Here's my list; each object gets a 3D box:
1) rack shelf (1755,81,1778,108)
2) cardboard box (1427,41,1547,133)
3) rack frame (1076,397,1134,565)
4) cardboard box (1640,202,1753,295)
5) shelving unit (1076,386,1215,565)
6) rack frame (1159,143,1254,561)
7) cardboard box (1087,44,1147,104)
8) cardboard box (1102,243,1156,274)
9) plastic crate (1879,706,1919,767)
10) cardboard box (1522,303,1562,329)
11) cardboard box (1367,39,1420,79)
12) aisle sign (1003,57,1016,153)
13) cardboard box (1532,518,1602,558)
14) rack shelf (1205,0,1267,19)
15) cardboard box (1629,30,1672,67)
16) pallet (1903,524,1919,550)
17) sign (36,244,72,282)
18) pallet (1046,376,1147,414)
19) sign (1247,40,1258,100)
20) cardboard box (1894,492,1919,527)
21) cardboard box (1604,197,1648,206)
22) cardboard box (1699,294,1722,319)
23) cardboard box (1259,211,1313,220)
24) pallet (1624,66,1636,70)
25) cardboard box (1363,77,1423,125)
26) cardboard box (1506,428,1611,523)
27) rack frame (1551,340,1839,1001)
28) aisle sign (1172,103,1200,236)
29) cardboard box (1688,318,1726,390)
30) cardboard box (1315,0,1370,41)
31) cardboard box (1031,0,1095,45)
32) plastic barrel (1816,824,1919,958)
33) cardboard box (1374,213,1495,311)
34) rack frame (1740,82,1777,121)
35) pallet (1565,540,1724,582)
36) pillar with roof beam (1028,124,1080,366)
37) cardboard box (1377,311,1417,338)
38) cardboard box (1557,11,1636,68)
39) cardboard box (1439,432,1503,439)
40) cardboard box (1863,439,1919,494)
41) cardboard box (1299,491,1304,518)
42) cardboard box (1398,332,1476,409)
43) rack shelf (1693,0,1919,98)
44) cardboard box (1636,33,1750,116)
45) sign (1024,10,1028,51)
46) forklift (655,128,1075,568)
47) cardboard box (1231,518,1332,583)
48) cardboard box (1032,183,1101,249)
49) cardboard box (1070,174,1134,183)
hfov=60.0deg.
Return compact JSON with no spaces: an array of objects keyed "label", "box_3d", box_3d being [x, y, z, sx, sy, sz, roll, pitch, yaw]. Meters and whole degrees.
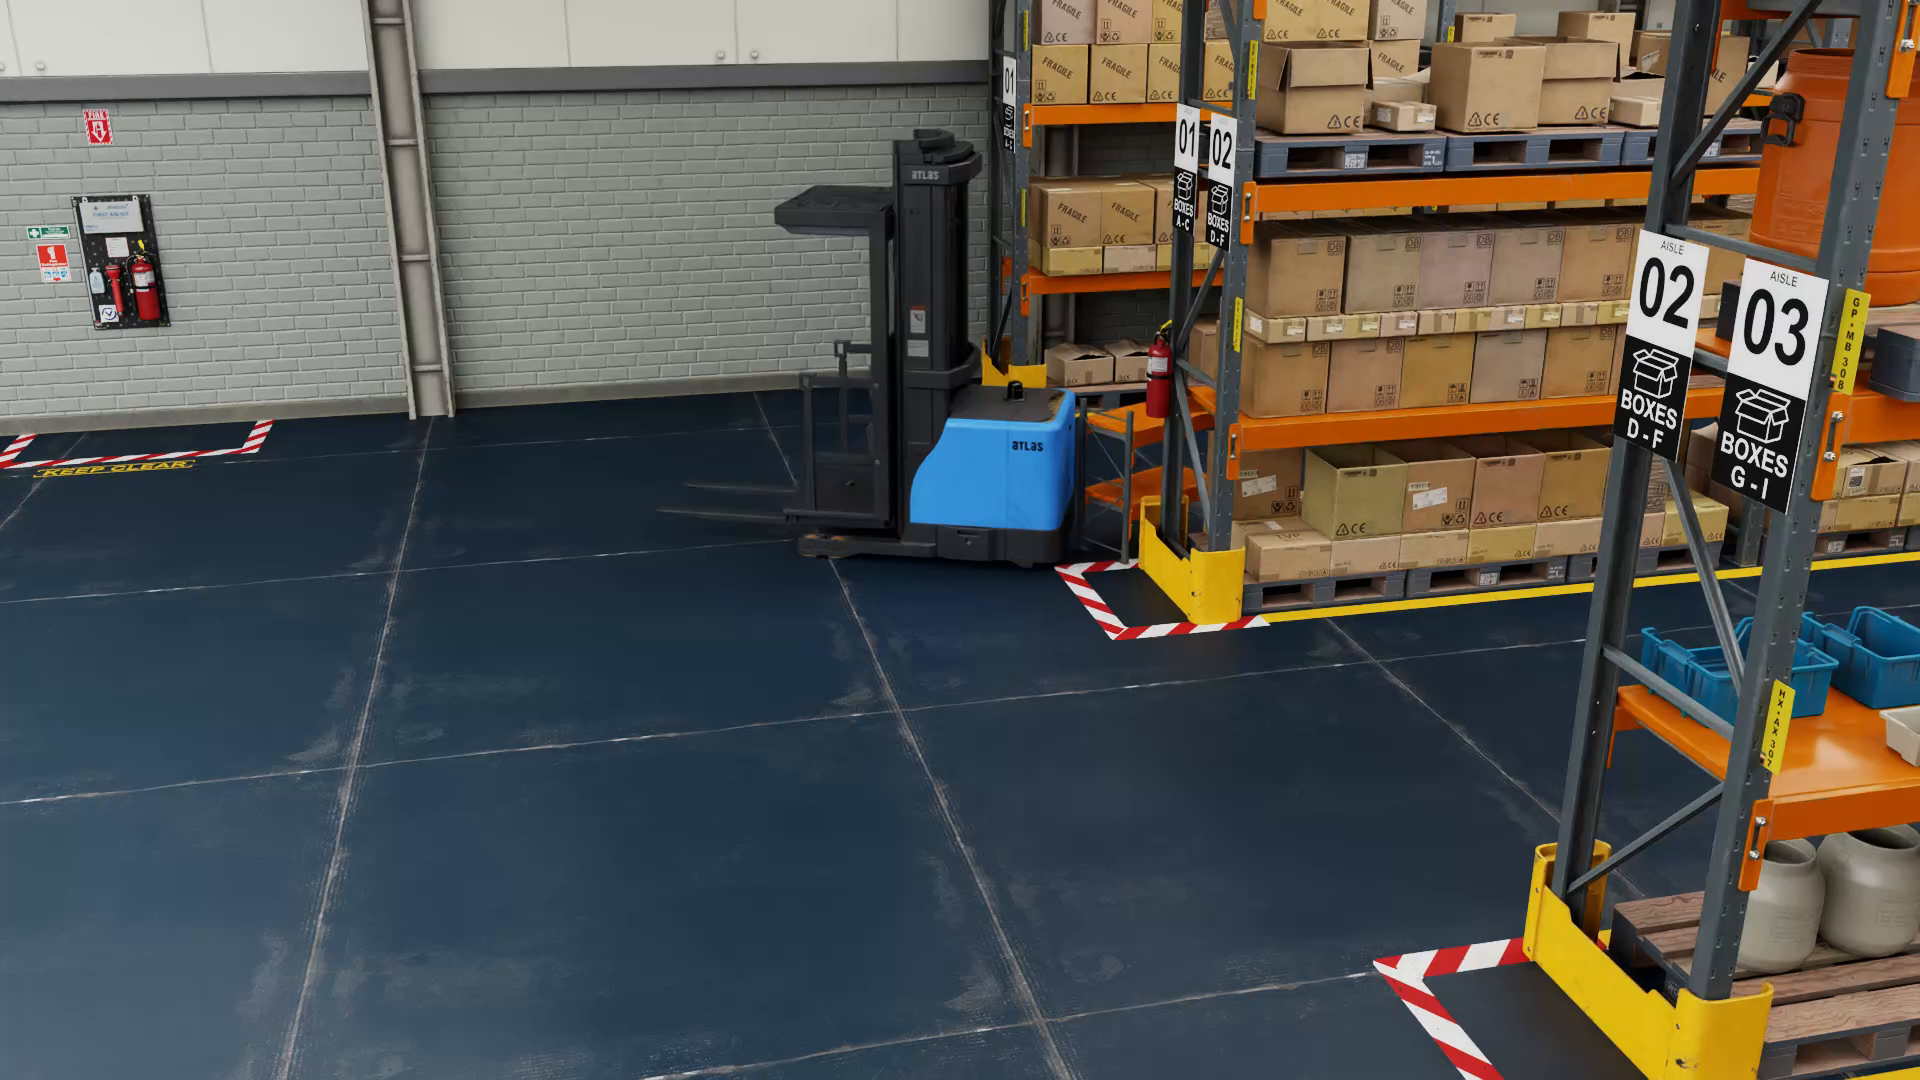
[{"label":"rack shelf","box_3d":[10.166,-4.582,17.146,4.000,0.370,1.077,-5,21,-12]},{"label":"cardboard box","box_3d":[3.257,-2.820,10.331,0.500,0.500,0.500,-5,21,-12]},{"label":"rack frame","box_3d":[1.026,-0.420,11.825,0.032,1.125,0.500,-16,26,-38]},{"label":"cardboard box","box_3d":[5.040,-1.997,11.374,0.500,0.500,0.700,-5,21,-12]},{"label":"shelving unit","box_3d":[1.413,-0.533,12.135,1.048,1.125,0.538,-16,26,-38]},{"label":"rack frame","box_3d":[1.578,-1.061,10.851,0.127,3.000,1.000,-5,21,-12]},{"label":"cardboard box","box_3d":[1.348,-4.157,14.768,0.500,0.500,0.500,-3,20,-9]},{"label":"cardboard box","box_3d":[1.484,-2.637,15.340,0.500,0.250,0.500,-5,21,-14]},{"label":"plastic crate","box_3d":[3.659,0.758,6.269,0.250,0.136,0.298,-5,21,-12]},{"label":"cardboard box","box_3d":[3.761,-1.514,10.999,0.250,0.149,0.380,-4,20,-11]},{"label":"cardboard box","box_3d":[3.890,-4.378,15.369,0.500,0.500,0.500,-4,21,-11]},{"label":"aisle sign","box_3d":[0.433,-3.834,14.640,0.004,0.787,0.394,-5,21,-12]},{"label":"cardboard box","box_3d":[4.098,-0.094,11.596,0.500,0.250,0.500,-5,21,-12]},{"label":"rack shelf","box_3d":[3.524,-3.511,10.444,4.000,0.370,1.077,-5,21,-12]},{"label":"cardboard box","box_3d":[6.937,-4.747,16.373,0.637,0.503,0.797,-2,20,-5]},{"label":"pallet","box_3d":[7.368,-0.238,12.657,1.213,0.211,1.003,-5,21,-12]},{"label":"sign","box_3d":[-7.898,-2.414,14.492,0.234,0.329,0.001,-5,21,-12]},{"label":"pallet","box_3d":[1.307,-1.468,16.016,1.213,0.211,1.003,-5,21,-12]},{"label":"sign","box_3d":[1.700,-2.731,9.663,0.005,0.325,0.100,-5,21,-12]},{"label":"cardboard box","box_3d":[6.921,-0.315,12.201,0.500,0.250,0.500,-5,21,-14]},{"label":"cardboard box","box_3d":[6.557,-3.459,16.613,0.500,0.500,0.700,-5,21,-12]},{"label":"cardboard box","box_3d":[5.014,-1.617,11.281,0.250,0.149,0.380,-5,21,-14]},{"label":"cardboard box","box_3d":[2.961,-3.108,15.538,0.500,0.500,0.500,-5,21,-14]},{"label":"pallet","box_3d":[5.961,-4.453,16.021,1.003,0.211,1.213,-5,21,-12]},{"label":"cardboard box","box_3d":[2.638,-2.842,10.755,0.500,0.250,0.500,-5,21,-12]},{"label":"cardboard box","box_3d":[4.095,-0.450,11.479,0.500,0.500,0.500,-5,21,-12]},{"label":"rack frame","box_3d":[2.714,0.597,6.324,0.127,3.000,1.000,-5,21,-12]},{"label":"aisle sign","box_3d":[1.446,-2.375,10.658,0.004,0.787,0.394,-5,21,-12]},{"label":"cardboard box","box_3d":[5.040,-1.388,11.597,0.500,0.500,0.700,-5,21,-14]},{"label":"cardboard box","box_3d":[3.368,-4.793,15.048,0.500,0.500,0.500,-4,20,-10]},{"label":"cardboard box","box_3d":[0.865,-4.603,14.530,0.500,0.500,0.500,-6,21,-16]},{"label":"plastic barrel","box_3d":[3.825,1.451,7.000,0.421,0.512,0.421,0,20,0]},{"label":"cardboard box","box_3d":[3.088,-1.838,10.940,0.500,0.500,0.700,-5,21,-12]},{"label":"rack frame","box_3d":[8.220,-3.353,17.106,0.127,3.000,1.000,-5,21,-12]},{"label":"pallet","box_3d":[4.687,-0.020,12.062,1.213,0.211,1.003,-5,21,-12]},{"label":"pillar with roof beam","box_3d":[1.907,-4.440,11.353,0.400,9.000,9.100,-5,21,-12]},{"label":"cardboard box","box_3d":[2.755,-1.432,10.775,0.250,0.149,0.380,-5,21,-13]},{"label":"cardboard box","box_3d":[6.078,-4.803,15.948,0.500,0.500,0.500,-5,21,-14]},{"label":"cardboard box","box_3d":[3.488,-0.585,11.847,0.500,0.500,0.500,-5,21,-12]},{"label":"cardboard box","box_3d":[6.922,-0.576,12.098,0.500,0.311,0.500,-5,21,-14]},{"label":"cardboard box","box_3d":[2.516,-0.152,11.757,0.500,0.250,0.500,-5,21,-12]},{"label":"cardboard box","box_3d":[3.030,-1.222,11.143,0.500,0.500,0.700,-5,21,-12]},{"label":"rack shelf","box_3d":[4.660,-1.853,5.917,4.000,0.370,1.077,-5,21,-12]},{"label":"cardboard box","box_3d":[4.920,-3.145,11.218,0.500,0.500,0.500,-3,20,-8]},{"label":"sign","box_3d":[0.559,-4.357,14.215,0.005,0.325,0.100,-5,21,-12]},{"label":"forklift","box_3d":[-0.708,-1.409,11.899,3.031,2.935,1.130,4,20,10]},{"label":"cardboard box","box_3d":[2.151,0.064,11.165,0.500,0.250,0.500,-5,21,-12]},{"label":"cardboard box","box_3d":[0.968,-2.948,15.099,0.500,0.500,0.500,-5,21,-12]},{"label":"cardboard box","box_3d":[1.336,-3.155,15.666,0.500,0.500,0.500,-4,21,-12]}]
